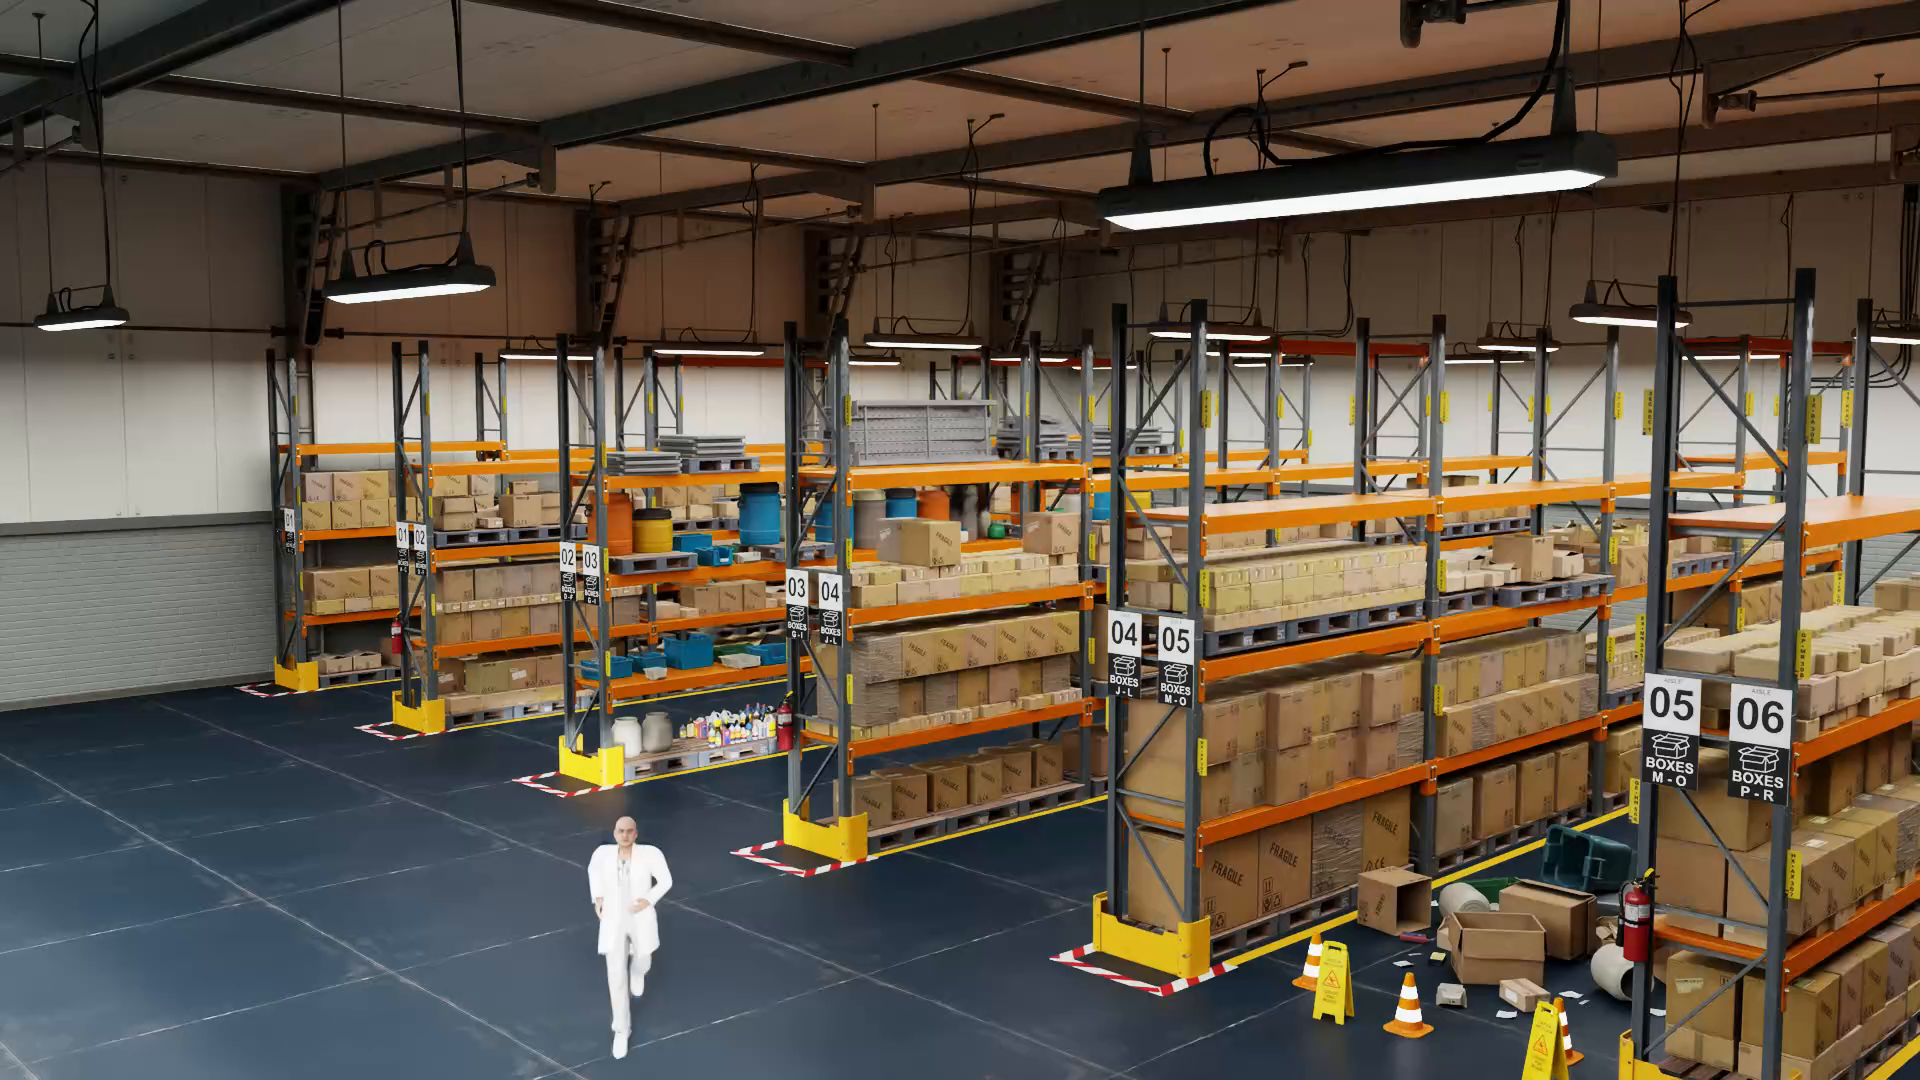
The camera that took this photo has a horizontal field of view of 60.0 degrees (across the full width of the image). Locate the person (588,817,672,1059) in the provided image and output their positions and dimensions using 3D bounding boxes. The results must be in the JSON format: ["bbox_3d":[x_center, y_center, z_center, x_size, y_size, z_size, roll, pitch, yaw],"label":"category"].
[{"bbox_3d":[-2.679,3.122,13.537,0.672,1.791,1.221,-1,5,-12],"label":"person"}]

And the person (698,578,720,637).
[{"bbox_3d":[-4.760,1.557,31.703,0.604,1.727,0.660,-5,7,-44],"label":"person"}]

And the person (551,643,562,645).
[{"bbox_3d":[-7.262,1.789,29.773,0.613,1.704,0.711,5,7,43],"label":"person"}]
